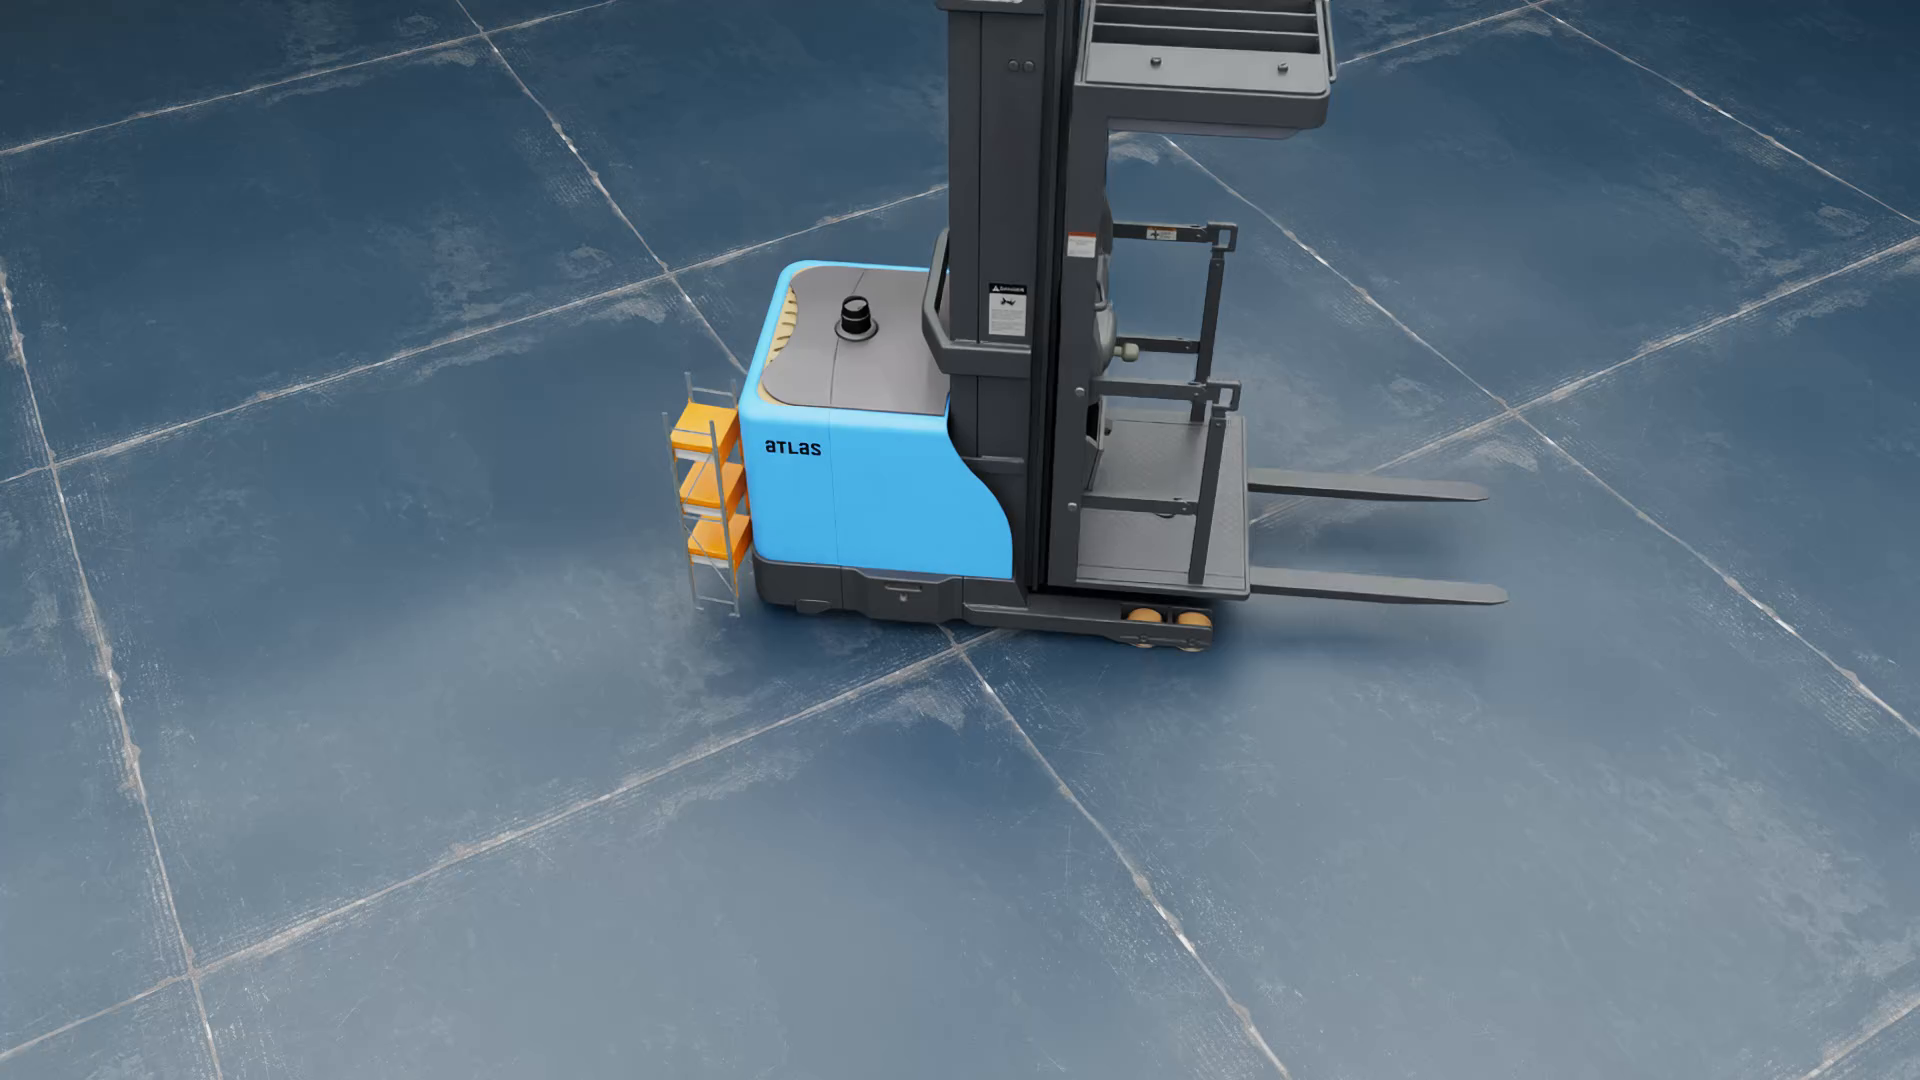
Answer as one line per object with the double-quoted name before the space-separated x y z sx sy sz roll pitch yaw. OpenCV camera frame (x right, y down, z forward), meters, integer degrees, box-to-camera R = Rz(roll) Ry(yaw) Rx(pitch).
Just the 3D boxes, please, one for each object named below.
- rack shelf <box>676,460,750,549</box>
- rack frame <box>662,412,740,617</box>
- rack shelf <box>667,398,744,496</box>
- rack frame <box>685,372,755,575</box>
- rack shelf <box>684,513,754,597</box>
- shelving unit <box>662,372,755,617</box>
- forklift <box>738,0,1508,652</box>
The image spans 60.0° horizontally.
"rack shelf" -0.976 -0.154 6.600 0.215 0.259 0.240 10 45 10
"rack frame" -1.005 -0.079 6.507 0.200 1.050 0.008 10 45 10
"rack shelf" -0.976 -0.358 6.402 0.215 0.259 0.240 10 45 10
"rack frame" -0.948 -0.244 6.677 0.200 1.050 0.008 10 45 10
"rack shelf" -0.976 0.045 6.793 0.215 0.259 0.240 10 45 10
"shelving unit" -0.976 -0.162 6.592 0.215 1.050 0.252 10 45 10
"forklift" 0.710 -0.993 6.098 3.031 2.935 1.130 4 44 4
